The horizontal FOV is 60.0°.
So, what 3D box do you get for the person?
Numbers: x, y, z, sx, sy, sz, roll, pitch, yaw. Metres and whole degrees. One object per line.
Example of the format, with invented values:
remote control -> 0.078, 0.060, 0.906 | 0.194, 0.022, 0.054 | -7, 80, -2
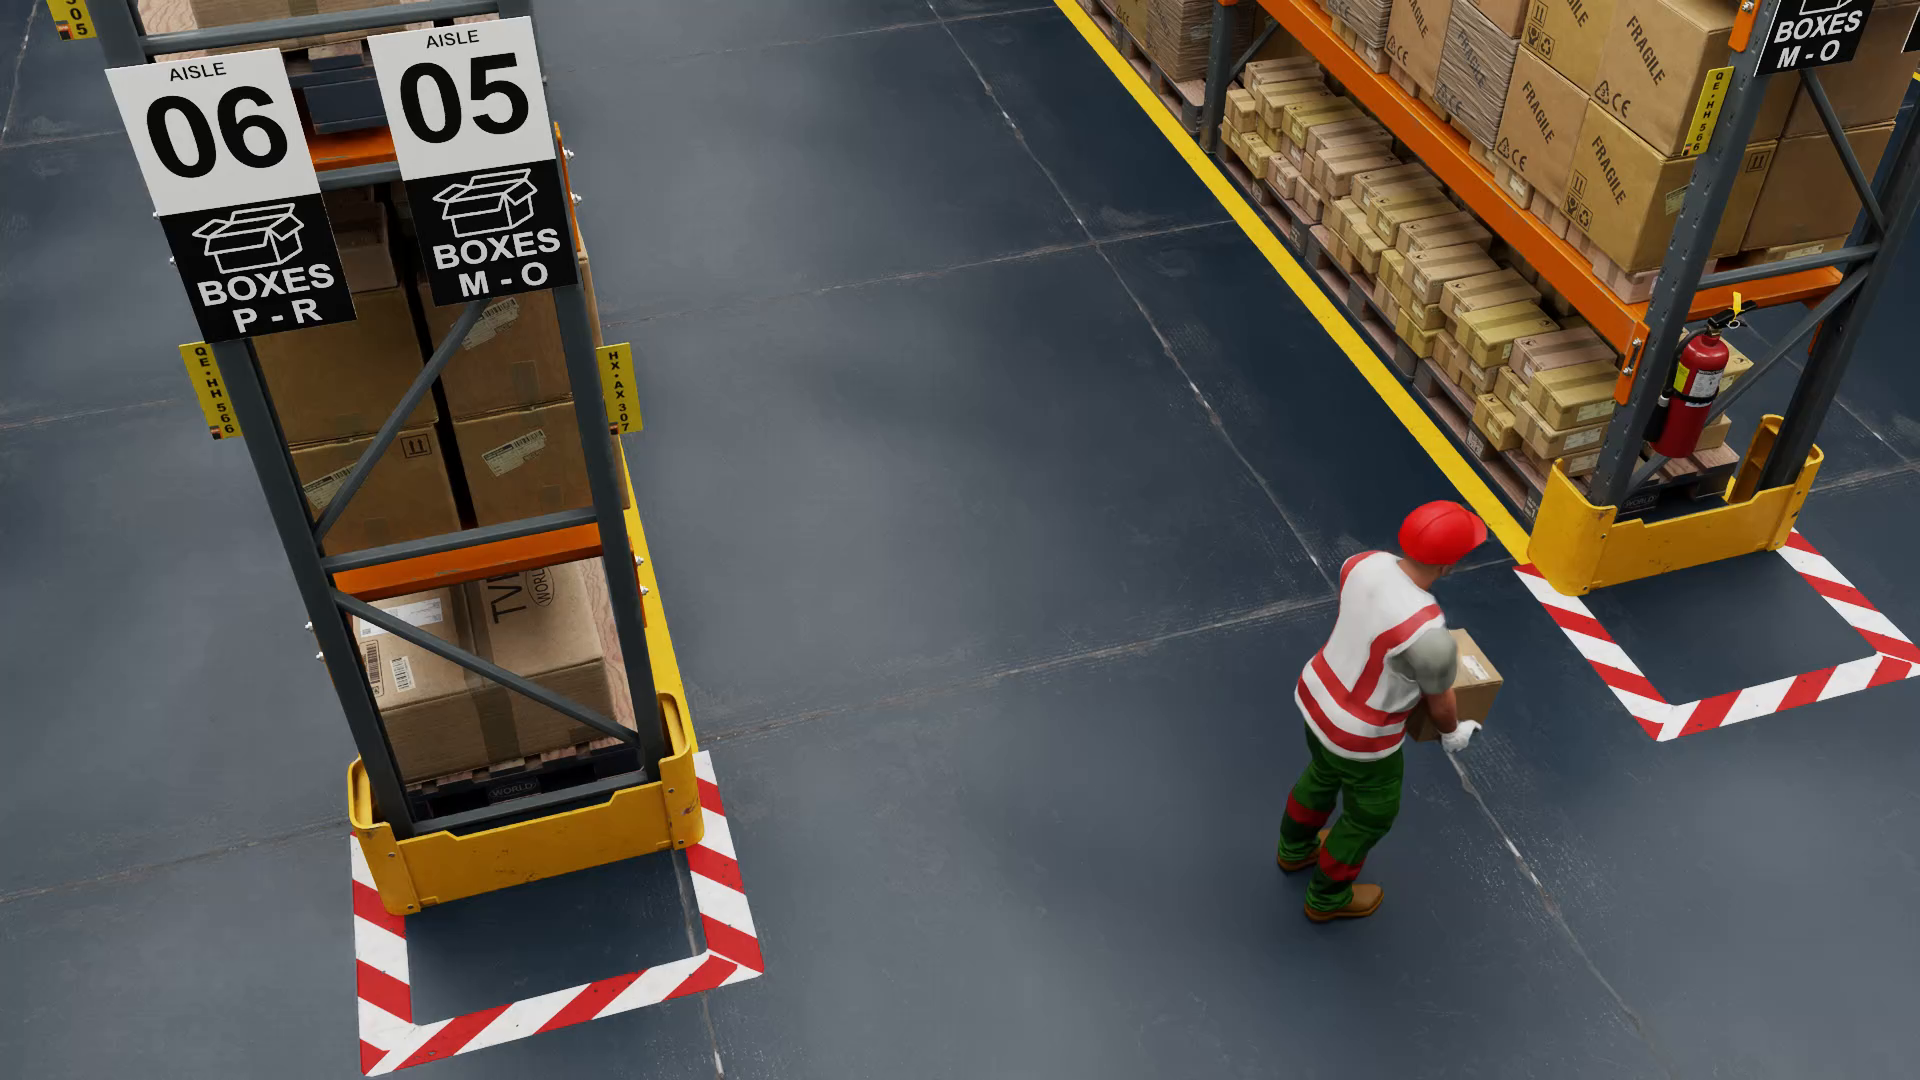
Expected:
person -> 1.405, 0.566, 5.530 | 0.583, 1.760, 0.491 | -13, 43, -14
